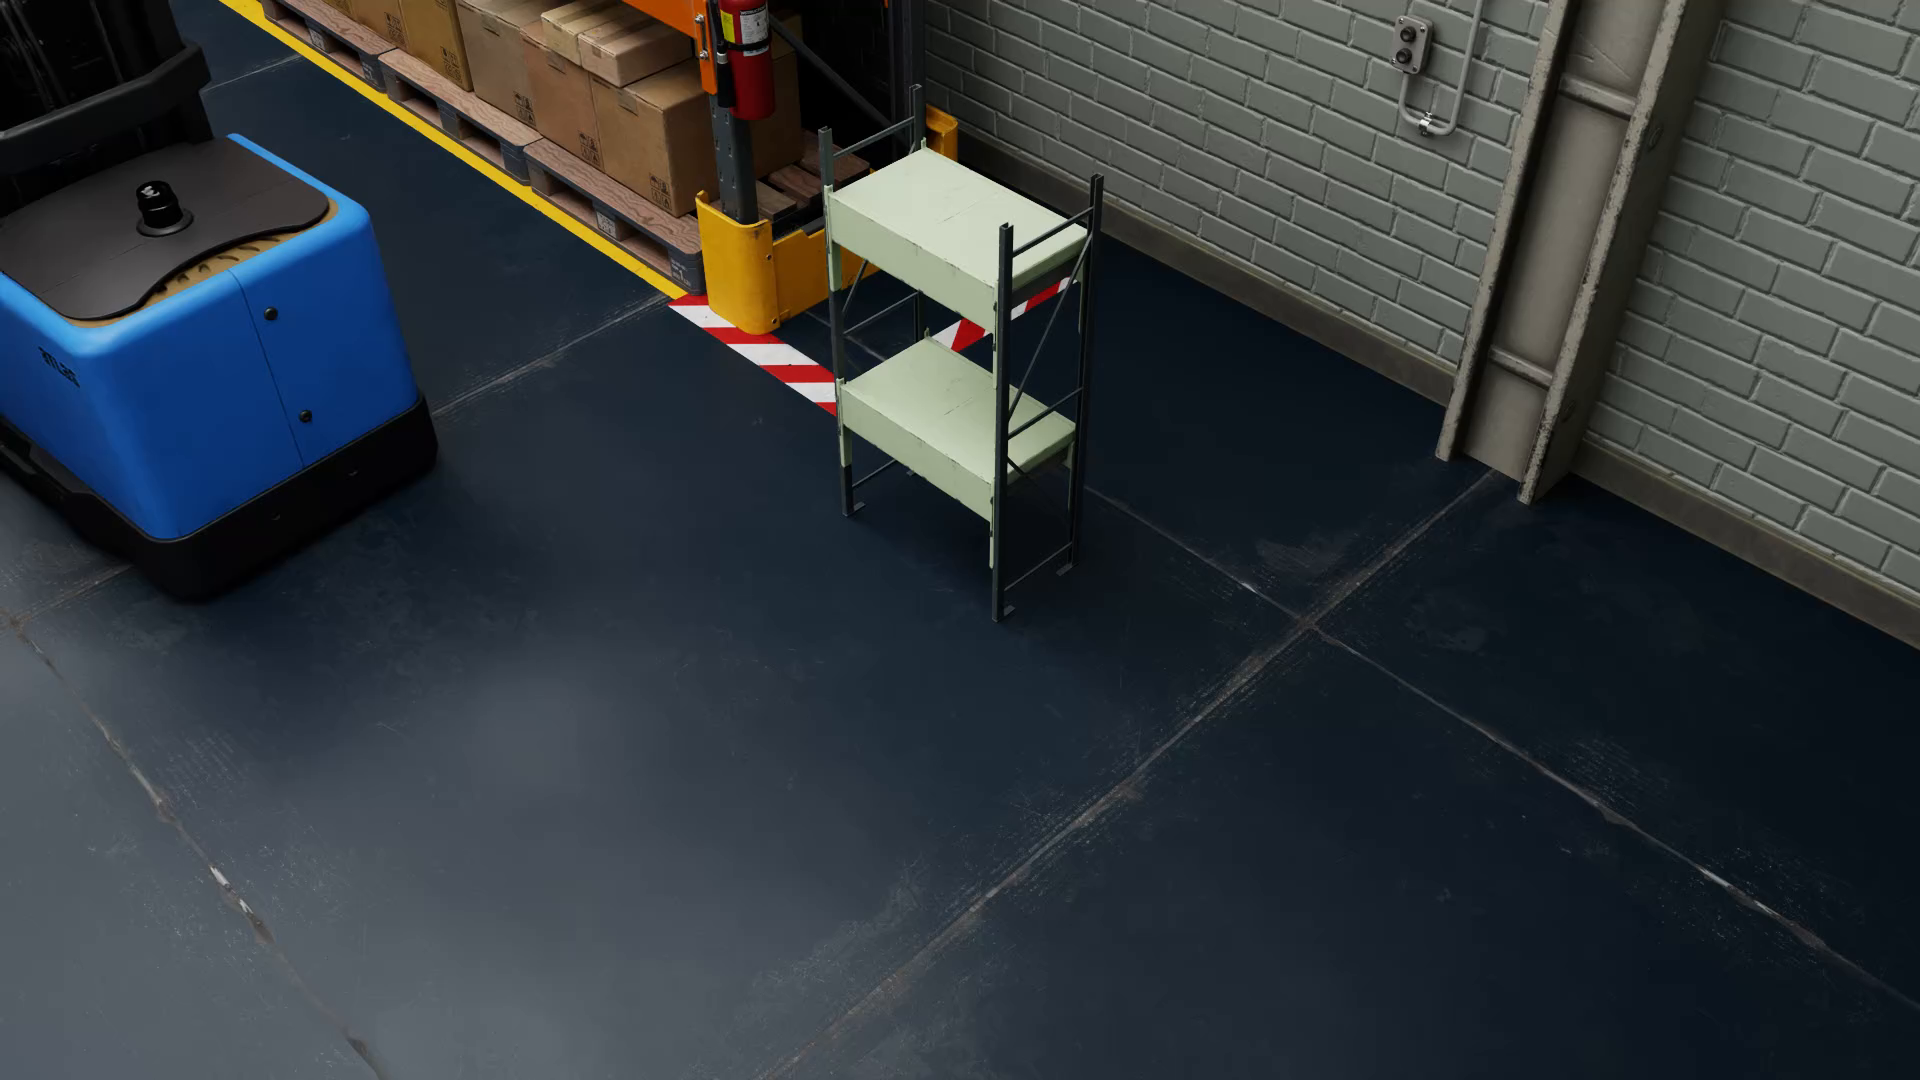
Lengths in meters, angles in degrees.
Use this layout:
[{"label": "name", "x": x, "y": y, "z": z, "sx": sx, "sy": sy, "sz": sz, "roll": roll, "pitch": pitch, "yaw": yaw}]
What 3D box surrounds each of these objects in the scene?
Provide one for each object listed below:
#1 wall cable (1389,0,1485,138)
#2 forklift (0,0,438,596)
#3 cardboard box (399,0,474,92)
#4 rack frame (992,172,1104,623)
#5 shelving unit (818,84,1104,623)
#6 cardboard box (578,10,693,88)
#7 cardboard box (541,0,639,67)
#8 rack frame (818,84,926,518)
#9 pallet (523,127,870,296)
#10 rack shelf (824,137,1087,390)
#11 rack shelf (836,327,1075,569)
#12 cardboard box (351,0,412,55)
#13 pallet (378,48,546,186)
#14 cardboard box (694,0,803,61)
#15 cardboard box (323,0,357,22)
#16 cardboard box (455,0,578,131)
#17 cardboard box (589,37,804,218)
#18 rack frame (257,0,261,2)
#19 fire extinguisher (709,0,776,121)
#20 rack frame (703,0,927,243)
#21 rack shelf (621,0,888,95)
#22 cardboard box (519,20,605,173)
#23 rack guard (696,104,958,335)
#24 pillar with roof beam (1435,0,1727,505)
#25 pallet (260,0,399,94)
[{"label": "wall cable", "x": 1.039, "y": -2.485, "z": 5.480, "sx": 0.084, "sy": 1.984, "sz": 1.851, "roll": -34, "pitch": 53, "yaw": -31}, {"label": "forklift", "x": -3.335, "y": -1.744, "z": 5.478, "sx": 3.031, "sy": 2.935, "sz": 1.130, "roll": 30, "pitch": 50, "yaw": 28}, {"label": "cardboard box", "x": -2.191, "y": -2.533, "z": 7.813, "sx": 0.700, "sy": 0.500, "sz": 0.500, "roll": -33, "pitch": 52, "yaw": -30}, {"label": "rack frame", "x": 0.254, "y": -0.378, "z": 5.054, "sx": 0.400, "sy": 1.500, "sz": 0.023, "roll": -34, "pitch": 53, "yaw": -31}, {"label": "shelving unit", "x": -0.005, "y": -0.554, "z": 5.244, "sx": 0.431, "sy": 1.500, "sz": 0.755, "roll": -34, "pitch": 53, "yaw": -31}, {"label": "cardboard box", "x": -1.320, "y": -2.011, "z": 6.771, "sx": 0.250, "sy": 0.149, "sz": 0.380, "roll": 34, "pitch": 52, "yaw": 31}, {"label": "cardboard box", "x": -1.501, "y": -2.133, "z": 6.903, "sx": 0.380, "sy": 0.149, "sz": 0.250, "roll": -33, "pitch": 52, "yaw": -30}, {"label": "rack frame", "x": -0.263, "y": -0.730, "z": 5.435, "sx": 0.400, "sy": 1.500, "sz": 0.023, "roll": -34, "pitch": 53, "yaw": -31}, {"label": "pallet", "x": -1.155, "y": -1.596, "z": 7.322, "sx": 1.003, "sy": 0.211, "sz": 1.213, "roll": -34, "pitch": 53, "yaw": -31}, {"label": "rack shelf", "x": -0.005, "y": -0.841, "z": 4.980, "sx": 0.431, "sy": 0.370, "sz": 0.720, "roll": -34, "pitch": 53, "yaw": -31}, {"label": "rack shelf", "x": -0.005, "y": -0.315, "z": 5.466, "sx": 0.431, "sy": 0.370, "sz": 0.720, "roll": -34, "pitch": 53, "yaw": -31}, {"label": "cardboard box", "x": -2.552, "y": -2.781, "z": 8.081, "sx": 0.500, "sy": 0.500, "sz": 0.700, "roll": 34, "pitch": 52, "yaw": 31}, {"label": "pallet", "x": -2.012, "y": -2.182, "z": 7.956, "sx": 1.003, "sy": 0.211, "sz": 1.213, "roll": -34, "pitch": 53, "yaw": -31}, {"label": "cardboard box", "x": -0.870, "y": -2.072, "z": 6.837, "sx": 0.380, "sy": 0.149, "sz": 0.250, "roll": -34, "pitch": 52, "yaw": -31}, {"label": "cardboard box", "x": -2.904, "y": -3.024, "z": 8.344, "sx": 0.700, "sy": 0.500, "sz": 0.500, "roll": -33, "pitch": 52, "yaw": -31}, {"label": "cardboard box", "x": -1.809, "y": -2.280, "z": 7.540, "sx": 0.500, "sy": 0.500, "sz": 0.700, "roll": 32, "pitch": 52, "yaw": 30}, {"label": "cardboard box", "x": -1.100, "y": -1.798, "z": 7.018, "sx": 0.700, "sy": 0.500, "sz": 0.500, "roll": -34, "pitch": 53, "yaw": -31}, {"label": "rack frame", "x": -3.360, "y": -4.196, "z": 8.080, "sx": 1.000, "sy": 3.000, "sz": 0.127, "roll": -34, "pitch": 53, "yaw": -31}, {"label": "fire extinguisher", "x": -0.755, "y": -1.815, "z": 5.836, "sx": 0.296, "sy": 0.674, "sz": 0.183, "roll": -34, "pitch": 53, "yaw": -31}, {"label": "rack frame", "x": -0.535, "y": -2.274, "z": 6.000, "sx": 1.000, "sy": 3.000, "sz": 0.127, "roll": -34, "pitch": 53, "yaw": -31}, {"label": "rack shelf", "x": -1.947, "y": -2.971, "z": 7.285, "sx": 1.077, "sy": 0.370, "sz": 4.000, "roll": -34, "pitch": 53, "yaw": -31}, {"label": "cardboard box", "x": -1.453, "y": -2.039, "z": 7.279, "sx": 0.500, "sy": 0.500, "sz": 0.700, "roll": 34, "pitch": 53, "yaw": 31}, {"label": "rack guard", "x": -0.518, "y": -1.344, "z": 6.836, "sx": 1.175, "sy": 0.500, "sz": 0.348, "roll": -34, "pitch": 53, "yaw": -31}, {"label": "pillar with roof beam", "x": -1.064, "y": -1.531, "z": 0.776, "sx": 9.100, "sy": 9.000, "sz": 0.400, "roll": -34, "pitch": 53, "yaw": -31}, {"label": "pallet", "x": -2.878, "y": -2.769, "z": 8.591, "sx": 1.003, "sy": 0.211, "sz": 1.213, "roll": -34, "pitch": 53, "yaw": -31}]
